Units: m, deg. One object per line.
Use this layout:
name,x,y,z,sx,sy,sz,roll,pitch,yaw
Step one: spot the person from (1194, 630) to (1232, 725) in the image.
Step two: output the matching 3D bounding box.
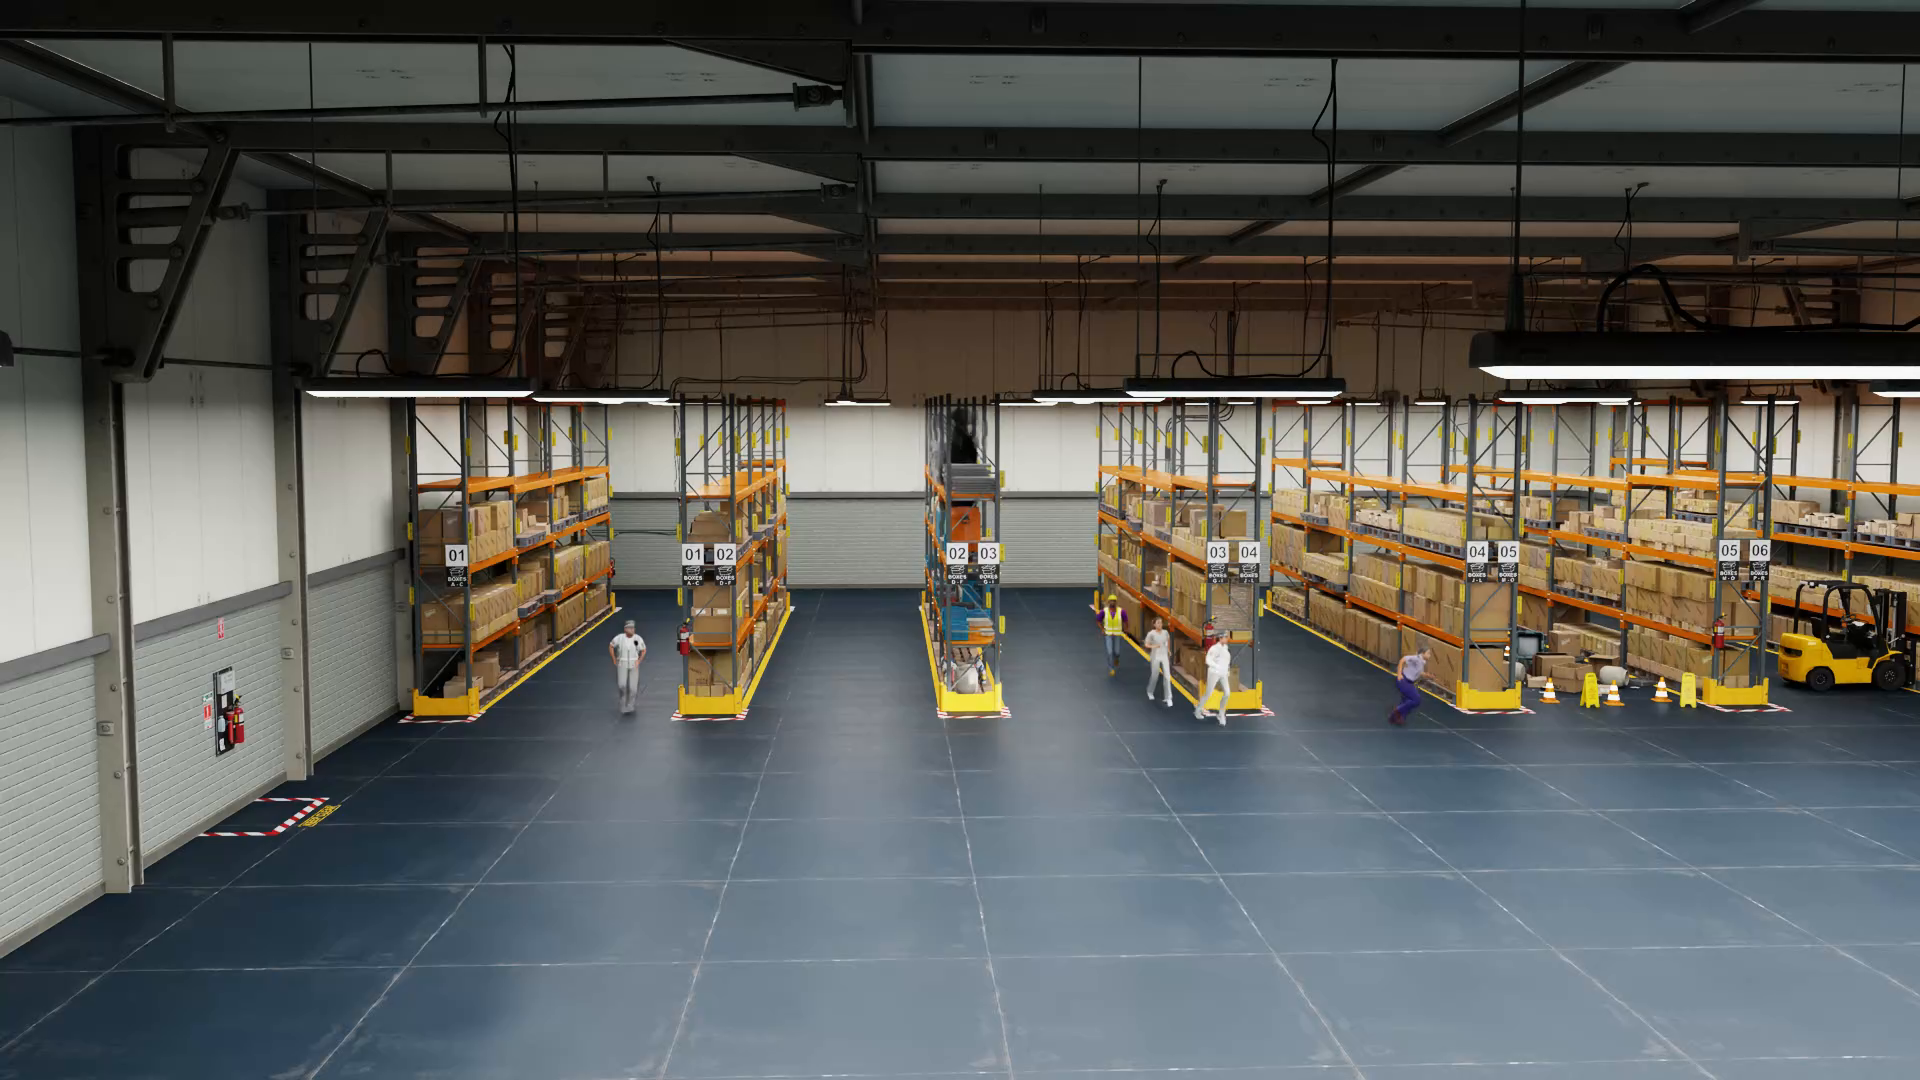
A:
person,4.714,2.494,30.388,0.689,1.724,0.686,-3,5,-35

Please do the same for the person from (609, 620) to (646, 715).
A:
person,-6.233,2.388,31.256,0.679,1.778,0.636,-1,5,-15

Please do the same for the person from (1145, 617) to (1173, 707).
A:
person,3.843,2.326,32.193,0.578,1.684,0.886,-1,5,-11

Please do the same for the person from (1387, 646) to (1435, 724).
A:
person,8.095,2.621,29.913,0.864,1.483,0.637,3,5,34

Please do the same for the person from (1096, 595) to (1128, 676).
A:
person,3.285,2.037,35.870,0.702,1.726,0.598,0,5,2
